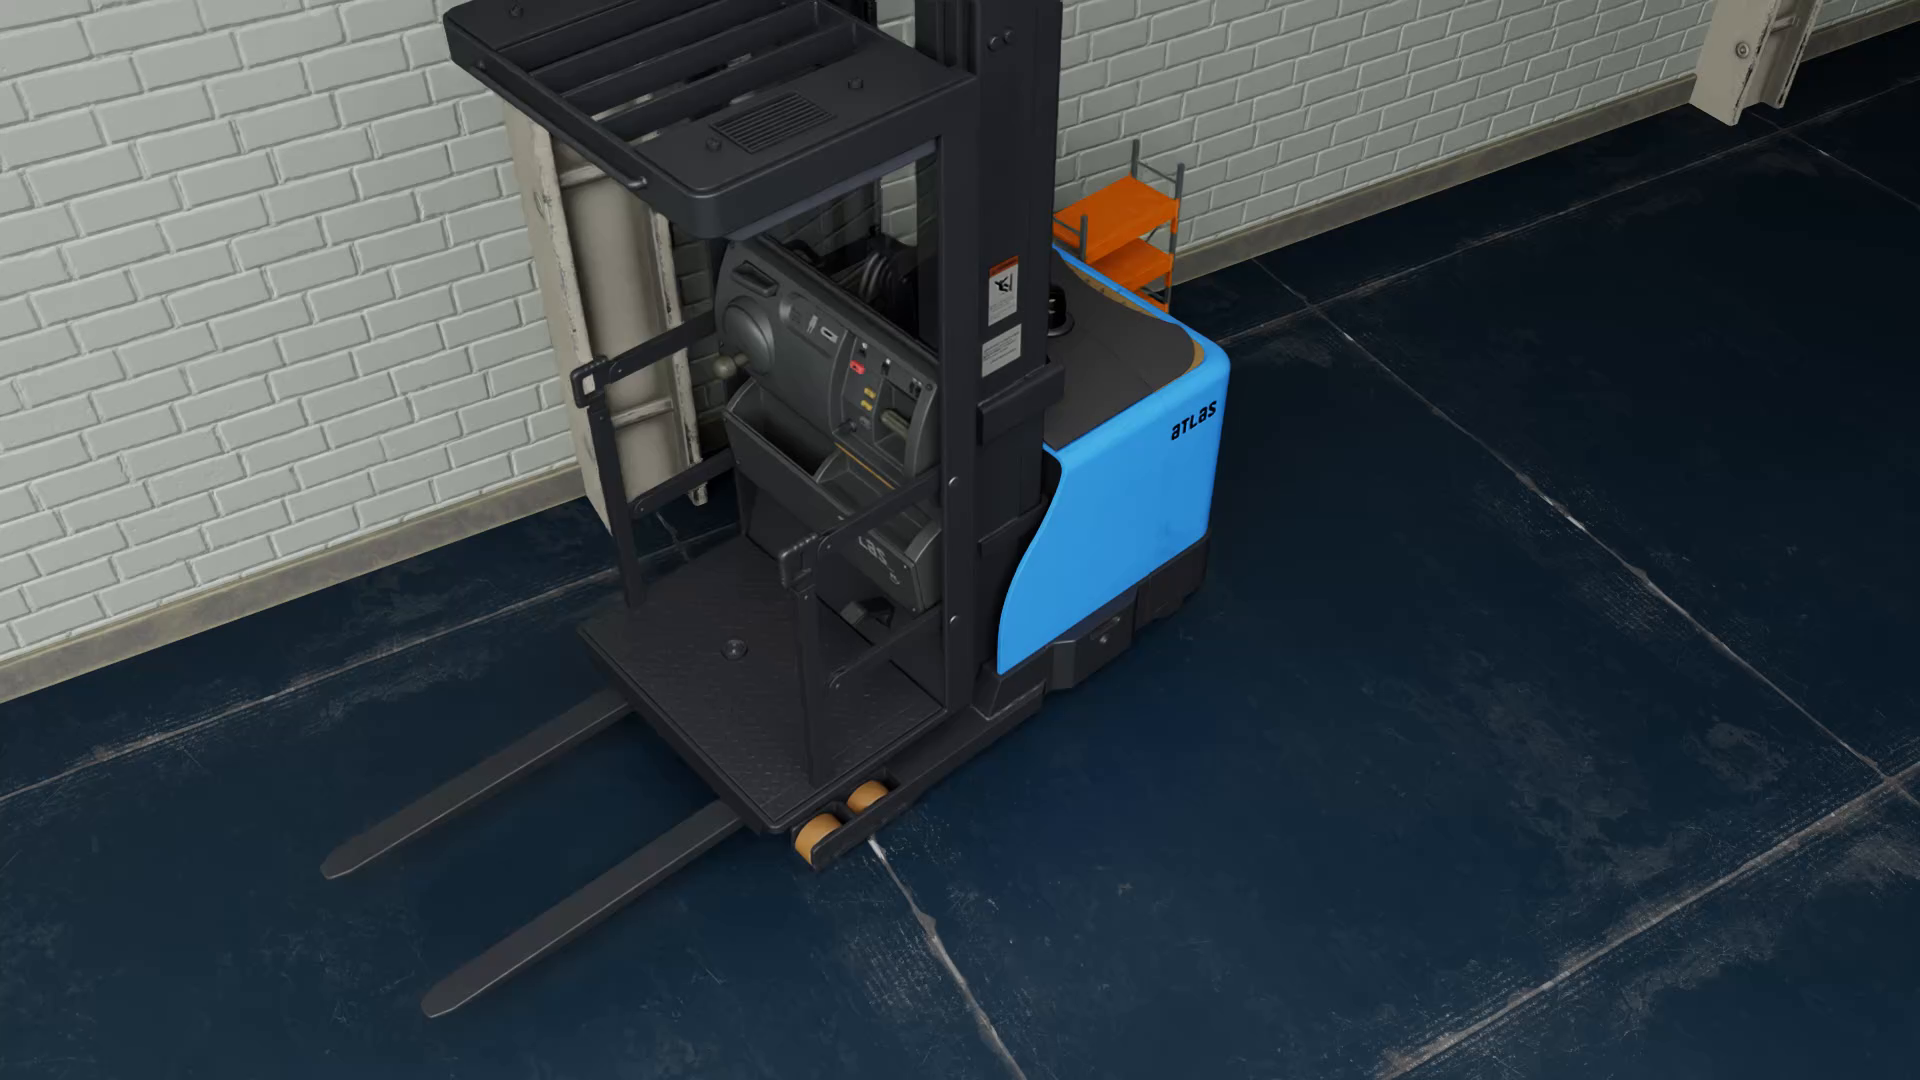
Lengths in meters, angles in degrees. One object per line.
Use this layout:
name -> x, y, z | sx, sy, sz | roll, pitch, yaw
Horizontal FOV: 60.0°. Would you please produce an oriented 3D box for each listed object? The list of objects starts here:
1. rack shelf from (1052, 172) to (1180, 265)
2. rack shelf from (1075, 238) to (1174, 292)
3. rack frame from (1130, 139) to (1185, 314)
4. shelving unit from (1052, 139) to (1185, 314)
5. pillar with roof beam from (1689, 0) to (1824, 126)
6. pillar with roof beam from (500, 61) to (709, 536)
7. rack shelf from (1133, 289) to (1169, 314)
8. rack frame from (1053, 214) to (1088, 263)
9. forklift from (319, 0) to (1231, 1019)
rack shelf -> 0.532, -1.127, 5.986 | 0.480, 0.148, 0.258 | -32, 53, -29
rack shelf -> 0.532, -0.958, 6.151 | 0.480, 0.148, 0.258 | -32, 53, -29
rack frame -> 0.712, -0.960, 6.377 | 0.015, 1.200, 0.240 | -32, 53, -29
shelving unit -> 0.532, -0.845, 6.259 | 0.503, 1.200, 0.258 | -32, 53, -29
pillar with roof beam -> 6.134, -2.884, 2.761 | 0.400, 9.000, 9.100 | -22, 48, -21
pillar with roof beam -> 0.932, -0.803, 0.616 | 0.400, 9.000, 9.100 | -22, 48, -21
rack shelf -> 0.532, -0.797, 6.306 | 0.480, 0.148, 0.258 | -32, 53, -29
rack frame -> 0.351, -0.731, 6.142 | 0.015, 1.200, 0.240 | -32, 53, -29
forklift -> -0.549, -0.449, 4.608 | 3.031, 2.935, 1.130 | -32, 52, -28
